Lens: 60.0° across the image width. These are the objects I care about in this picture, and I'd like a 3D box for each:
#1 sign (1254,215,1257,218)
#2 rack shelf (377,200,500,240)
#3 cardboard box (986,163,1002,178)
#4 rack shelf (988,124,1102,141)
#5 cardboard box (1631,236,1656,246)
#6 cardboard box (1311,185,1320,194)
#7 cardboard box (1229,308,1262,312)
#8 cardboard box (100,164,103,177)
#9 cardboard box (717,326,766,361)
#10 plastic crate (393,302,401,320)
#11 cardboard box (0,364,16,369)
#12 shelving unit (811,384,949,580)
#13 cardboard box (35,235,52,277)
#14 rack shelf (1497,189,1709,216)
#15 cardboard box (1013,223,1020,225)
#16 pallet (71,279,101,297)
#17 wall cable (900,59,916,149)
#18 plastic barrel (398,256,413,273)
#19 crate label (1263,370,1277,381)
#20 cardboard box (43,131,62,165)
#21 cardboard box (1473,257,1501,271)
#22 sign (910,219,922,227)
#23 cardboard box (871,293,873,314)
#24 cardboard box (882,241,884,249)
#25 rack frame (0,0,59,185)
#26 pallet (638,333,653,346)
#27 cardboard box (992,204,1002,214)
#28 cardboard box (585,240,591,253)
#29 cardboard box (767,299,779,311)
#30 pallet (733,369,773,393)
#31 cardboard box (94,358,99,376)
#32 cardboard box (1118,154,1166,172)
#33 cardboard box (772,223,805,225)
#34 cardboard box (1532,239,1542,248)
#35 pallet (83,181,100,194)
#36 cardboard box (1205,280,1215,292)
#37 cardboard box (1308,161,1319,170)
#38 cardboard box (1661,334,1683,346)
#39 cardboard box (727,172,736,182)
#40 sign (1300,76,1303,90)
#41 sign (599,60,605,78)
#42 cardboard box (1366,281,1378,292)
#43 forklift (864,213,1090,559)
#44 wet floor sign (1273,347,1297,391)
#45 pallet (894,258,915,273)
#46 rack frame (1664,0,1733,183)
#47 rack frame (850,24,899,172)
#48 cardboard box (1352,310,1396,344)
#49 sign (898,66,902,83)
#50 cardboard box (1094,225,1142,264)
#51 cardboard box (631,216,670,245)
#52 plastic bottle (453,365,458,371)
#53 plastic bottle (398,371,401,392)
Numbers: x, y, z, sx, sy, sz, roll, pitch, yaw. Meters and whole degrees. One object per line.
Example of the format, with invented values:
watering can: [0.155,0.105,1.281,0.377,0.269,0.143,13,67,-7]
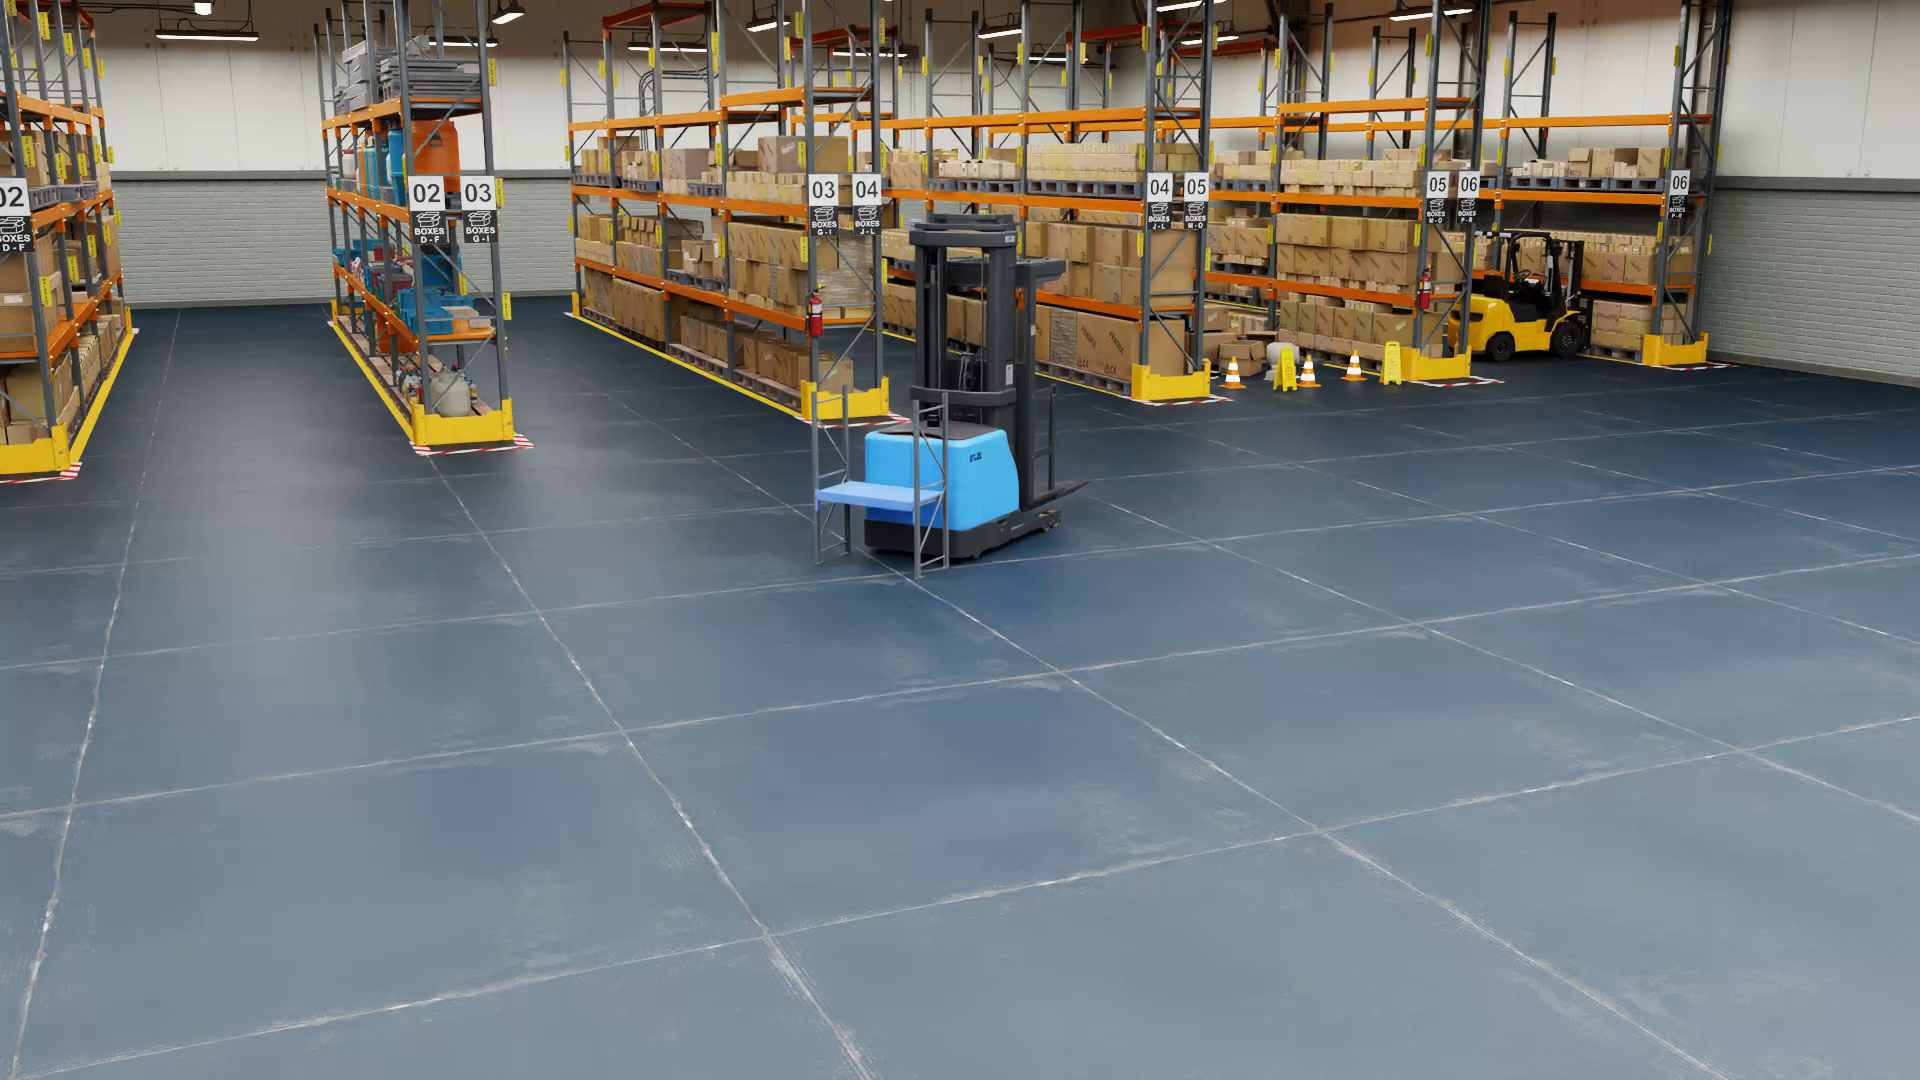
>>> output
sign: [6.805,-7.321,38.308,0.100,0.325,0.005,-6,14,-23]
rack shelf: [-6.860,-4.203,21.700,1.077,0.370,4.000,-6,14,-23]
cardboard box: [0.766,-6.256,28.157,0.500,0.250,0.500,-6,14,-23]
rack shelf: [1.951,-9.291,37.919,1.077,0.370,4.000,-6,14,-23]
cardboard box: [11.642,-5.083,28.240,0.380,0.149,0.250,-6,14,-23]
cardboard box: [6.175,-5.944,28.186,0.380,0.149,0.250,-5,14,-21]
cardboard box: [5.173,-4.172,31.519,0.950,0.372,0.625,-5,14,-21]
cardboard box: [-15.765,-6.674,30.003,0.500,0.250,0.500,-6,14,-23]
cardboard box: [-3.523,-3.178,26.897,0.700,0.500,0.500,-6,14,-23]
plastic crate: [-7.376,-3.096,22.444,0.450,0.188,0.662,-6,14,-23]
cardboard box: [-11.700,-1.855,20.116,0.500,0.500,0.500,-6,14,-23]
shelving unit: [-0.675,-0.510,14.120,1.048,1.500,0.538,8,15,30]
cardboard box: [-11.815,-3.544,20.810,0.700,0.500,0.500,-6,14,-23]
rack shelf: [11.305,-5.994,29.440,1.077,0.370,4.000,-6,14,-23]
cardboard box: [1.050,-5.124,28.296,0.700,0.500,0.500,-6,14,-24]
pallet: [-14.140,-3.925,25.982,1.213,0.211,1.003,-6,14,-23]
wall cable: [-1.387,-11.399,44.546,0.463,3.000,0.029,-6,14,-23]
plastic barrel: [-8.800,-4.329,27.001,0.600,0.536,0.708,-6,14,-23]
crate label: [4.952,-2.585,26.116,0.298,0.136,0.250,9,16,35]
cardboard box: [-13.973,-5.973,25.313,0.500,0.500,0.500,-6,14,-23]
cardboard box: [10.062,-5.304,31.848,0.500,0.250,0.500,-5,14,-22]
sign: [-1.199,-8.630,45.284,0.327,0.218,0.001,-6,14,-23]
cardboard box: [-1.476,-4.733,33.662,0.500,0.500,0.500,-5,14,-20]
cardboard box: [-1.378,-5.814,32.683,0.380,0.149,0.250,-6,14,-24]
rack frame: [-12.202,-5.981,21.136,1.000,3.000,0.127,-6,14,-23]
pallet: [-5.457,-3.842,31.381,1.003,0.211,1.213,-6,14,-23]
cardboard box: [1.081,-7.738,39.591,0.500,0.500,0.500,-6,14,-24]
cardboard box: [-7.573,-6.169,34.925,0.500,0.250,0.500,-6,14,-25]
cardboard box: [-2.522,-3.344,23.604,0.380,0.149,0.250,-6,14,-23]
pallet: [-2.822,-2.458,25.404,1.003,0.211,1.213,-6,14,-23]
cardboard box: [-13.160,-2.557,24.812,0.500,0.250,0.500,-6,14,-24]
cardboard box: [2.612,-5.416,23.864,0.500,0.250,0.500,-5,14,-22]
cardboard box: [-2.489,-4.462,24.777,0.500,0.500,0.500,-6,14,-23]
cardboard box: [10.656,-5.409,30.310,0.380,0.149,0.250,-5,14,-22]
pallet: [-15.209,-5.940,28.027,1.213,0.211,1.003,-6,14,-23]
cardboard box: [6.282,-6.329,40.557,0.500,0.500,0.500,-5,14,-22]
cardboard box: [6.093,-6.317,28.029,0.380,0.149,0.250,-6,14,-23]
cardboard box: [12.088,-3.454,28.690,0.500,0.250,0.500,-6,14,-23]
cardboard box: [-3.276,-5.440,24.898,0.380,0.149,0.250,-6,14,-25]
sign: [7.805,-10.456,38.046,0.100,0.325,0.005,-6,14,-23]
sign: [-6.846,-9.015,31.822,0.100,0.325,0.005,-6,14,-23]
cardboard box: [6.796,-4.104,26.888,0.380,0.149,0.250,-5,14,-22]
forklift: [0.301,-1.552,15.456,1.130,2.935,3.031,7,15,28]
wet floor sign: [4.890,-2.579,24.962,0.267,0.644,0.232,-9,16,-33]
pallet: [-0.524,-5.250,31.707,1.213,0.211,1.003,-6,14,-23]
rack frame: [12.106,-7.393,27.236,1.000,3.000,0.127,-6,14,-23]
rack frame: [-1.743,-8.955,33.985,1.000,3.000,0.127,-6,14,-23]
cardboard box: [6.787,-3.501,27.228,0.500,0.500,0.500,-5,14,-21]
sign: [-1.237,-9.539,34.084,0.100,0.325,0.005,-6,14,-23]
cardboard box: [2.546,-4.466,25.165,0.875,0.550,0.550,-6,14,-23]
cardboard box: [-5.800,-5.869,31.508,0.797,0.503,0.637,-5,14,-22]
plastic bottle: [-7.063,-2.282,23.357,0.144,0.351,0.185,-6,15,-26]
plastic bottle: [-7.781,-2.223,23.266,0.152,0.276,0.135,-5,14,-21]
